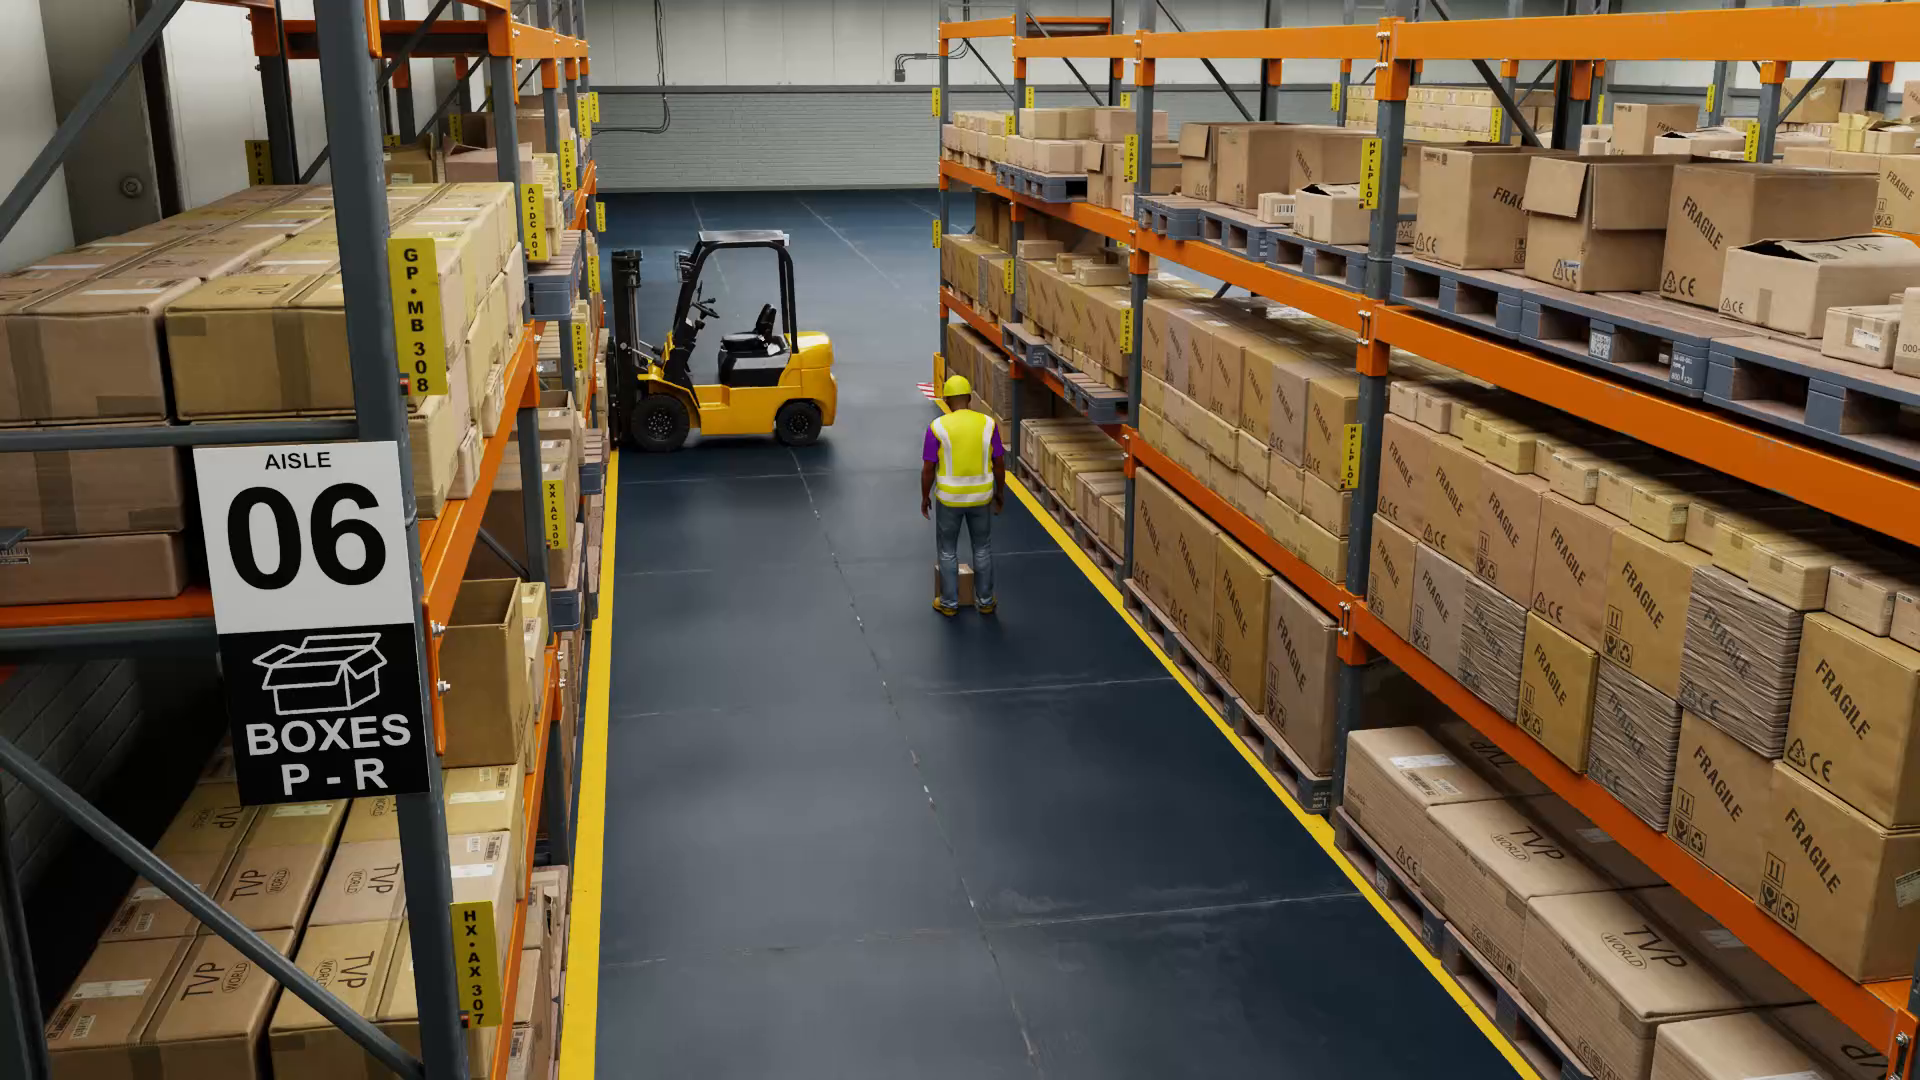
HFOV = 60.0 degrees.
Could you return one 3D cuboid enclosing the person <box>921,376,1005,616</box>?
[{"bbox_3d":[0.018,-0.321,12.102,0.627,1.761,0.458,-4,17,-12],"label":"person"}]
